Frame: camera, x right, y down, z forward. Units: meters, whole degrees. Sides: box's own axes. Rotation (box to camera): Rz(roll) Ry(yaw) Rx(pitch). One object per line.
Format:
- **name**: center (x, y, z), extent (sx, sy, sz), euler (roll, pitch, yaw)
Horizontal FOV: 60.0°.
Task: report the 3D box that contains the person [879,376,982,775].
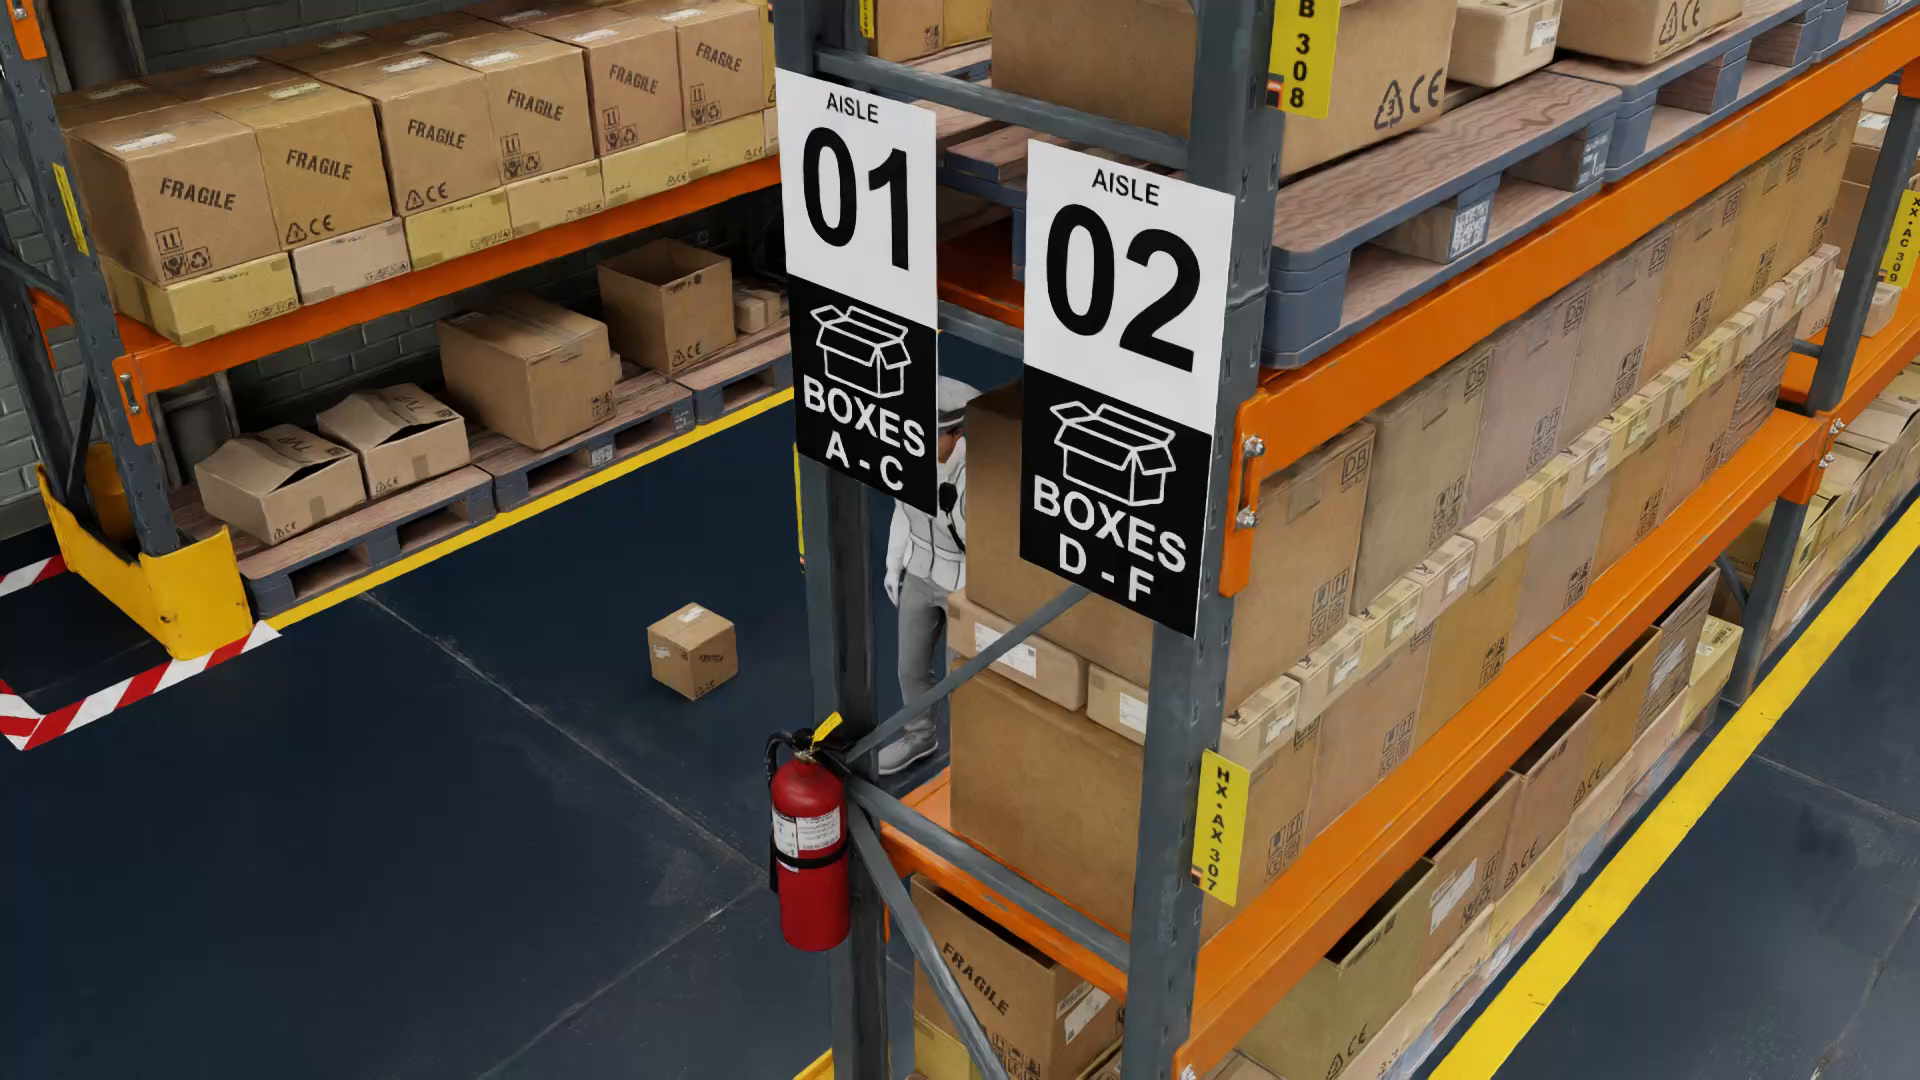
- **person**: center (-0.049, 0.178, 5.842), extent (0.531, 1.661, 0.376), euler (23, 38, 33)
